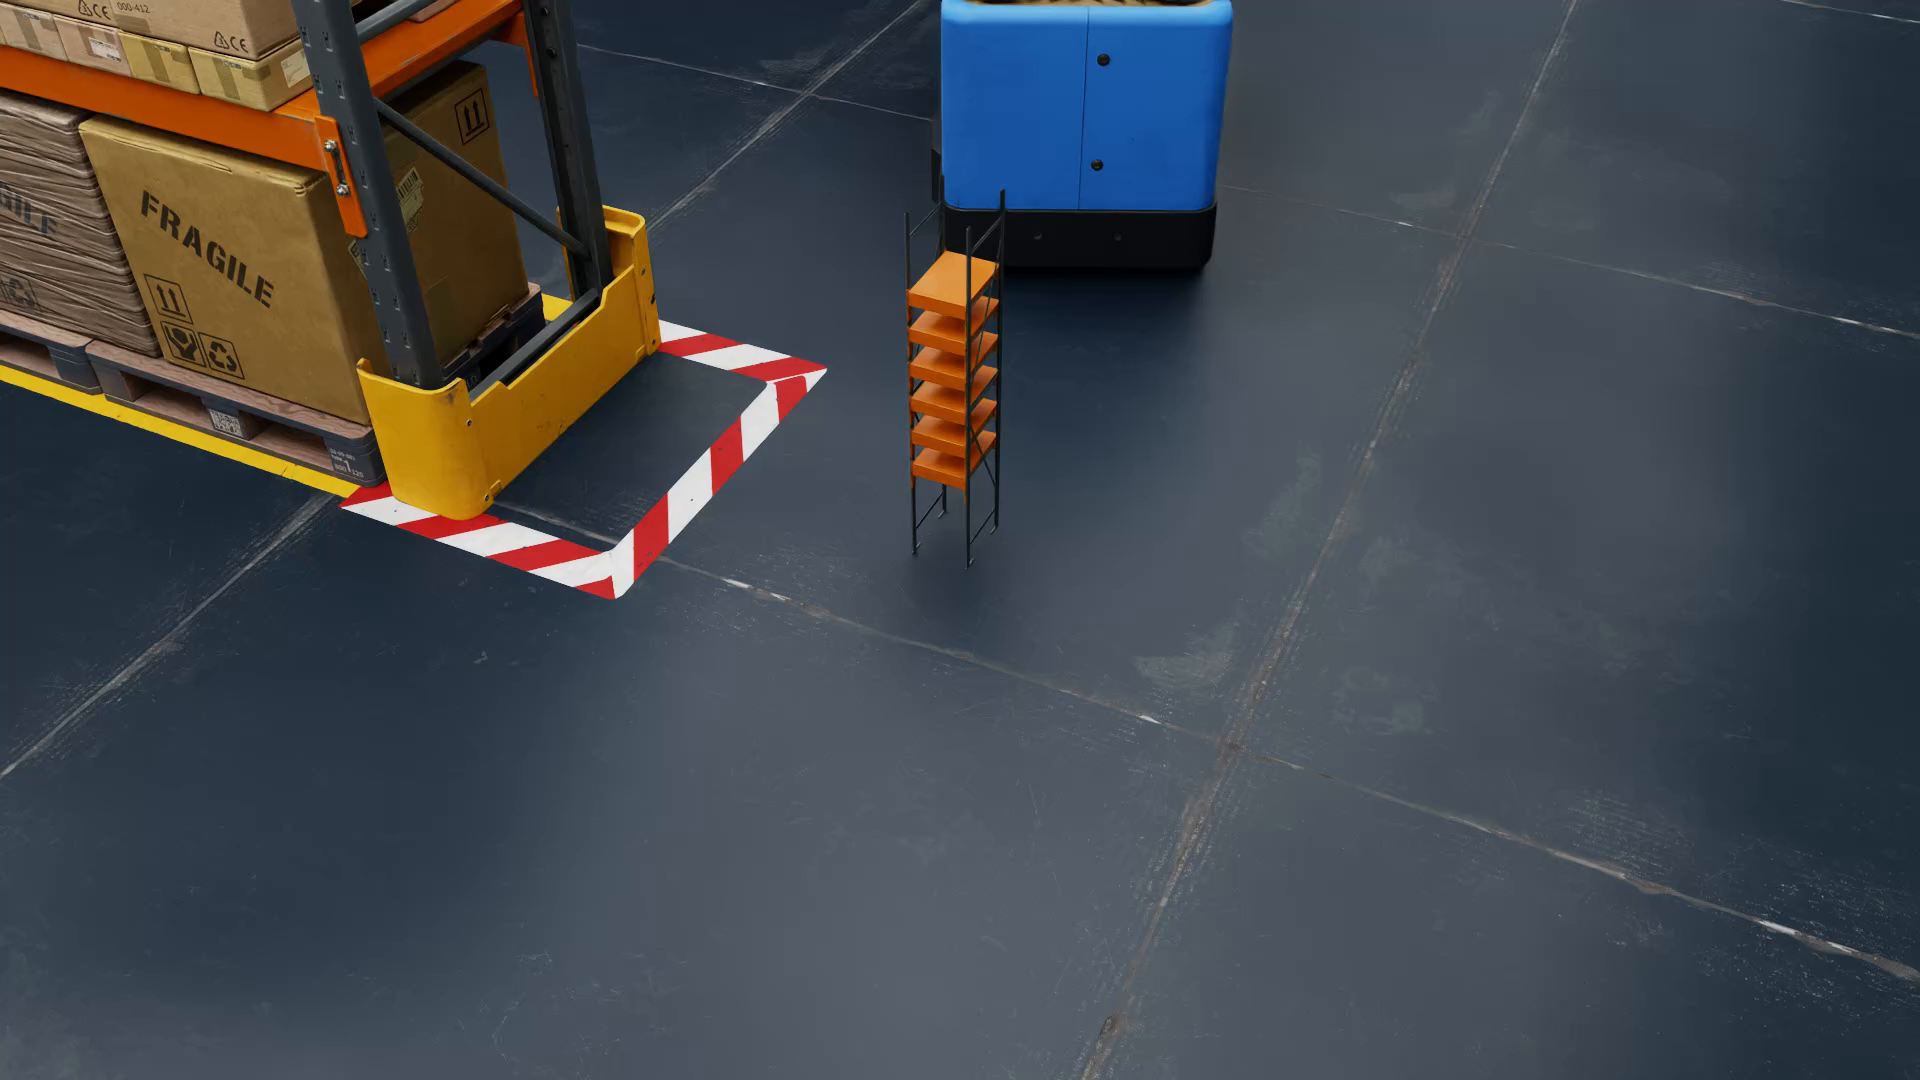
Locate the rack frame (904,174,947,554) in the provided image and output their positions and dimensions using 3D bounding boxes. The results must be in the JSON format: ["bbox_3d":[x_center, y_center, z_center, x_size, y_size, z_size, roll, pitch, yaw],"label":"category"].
[{"bbox_3d":[-0.096,-0.483,4.891,0.006,1.200,0.240,17,44,19],"label":"rack frame"}]

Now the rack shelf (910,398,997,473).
[{"bbox_3d":[-0.013,-0.333,4.969,0.180,0.103,0.258,17,44,19],"label":"rack shelf"}]

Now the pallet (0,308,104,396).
[{"bbox_3d":[-3.353,-1.042,6.291,1.213,0.211,1.003,17,44,19],"label":"pallet"}]

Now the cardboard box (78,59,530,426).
[{"bbox_3d":[-2.108,-1.068,5.493,0.875,0.875,0.875,17,44,19],"label":"cardboard box"}]

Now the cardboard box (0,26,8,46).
[{"bbox_3d":[-2.882,-1.672,5.081,0.250,0.149,0.380,16,43,18],"label":"cardboard box"}]

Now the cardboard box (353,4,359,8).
[{"bbox_3d":[-1.909,-1.852,5.288,0.250,0.149,0.380,16,44,18],"label":"cardboard box"}]

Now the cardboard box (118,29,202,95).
[{"bbox_3d":[-2.192,-1.462,4.838,0.250,0.149,0.380,17,44,19],"label":"cardboard box"}]

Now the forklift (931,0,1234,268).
[{"bbox_3d":[0.468,-3.084,6.570,1.130,2.935,3.031,1,41,1],"label":"forklift"}]

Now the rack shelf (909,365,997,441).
[{"bbox_3d":[-0.013,-0.424,4.891,0.180,0.103,0.258,17,44,19],"label":"rack shelf"}]

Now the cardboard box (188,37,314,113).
[{"bbox_3d":[-1.956,-1.391,4.756,0.250,0.149,0.380,18,44,19],"label":"cardboard box"}]

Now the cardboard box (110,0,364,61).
[{"bbox_3d":[-2.045,-1.615,4.710,0.500,0.250,0.500,16,44,18],"label":"cardboard box"}]

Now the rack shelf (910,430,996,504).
[{"bbox_3d":[-0.013,-0.242,5.048,0.180,0.103,0.258,17,44,19],"label":"rack shelf"}]

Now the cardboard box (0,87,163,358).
[{"bbox_3d":[-2.933,-1.320,5.784,0.875,0.875,0.875,17,44,19],"label":"cardboard box"}]

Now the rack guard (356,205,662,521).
[{"bbox_3d":[-1.472,-0.631,5.596,0.348,0.500,1.175,17,44,19],"label":"rack guard"}]

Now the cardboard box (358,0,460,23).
[{"bbox_3d":[-1.676,-1.782,5.207,0.250,0.149,0.380,17,44,19],"label":"cardboard box"}]

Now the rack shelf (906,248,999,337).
[{"bbox_3d":[-0.013,-0.696,4.655,0.180,0.103,0.258,17,44,19],"label":"rack shelf"}]

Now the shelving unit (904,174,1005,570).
[{"bbox_3d":[-0.013,-0.457,4.862,0.189,1.200,0.258,17,44,19],"label":"shelving unit"}]

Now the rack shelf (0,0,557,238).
[{"bbox_3d":[-3.307,-1.864,5.660,4.000,0.370,1.077,17,44,19],"label":"rack shelf"}]

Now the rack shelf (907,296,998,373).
[{"bbox_3d":[-0.013,-0.605,4.734,0.180,0.103,0.258,17,44,19],"label":"rack shelf"}]

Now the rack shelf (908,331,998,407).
[{"bbox_3d":[-0.013,-0.514,4.812,0.180,0.103,0.258,17,44,19],"label":"rack shelf"}]

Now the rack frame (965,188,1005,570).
[{"bbox_3d":[0.070,-0.432,4.832,0.006,1.200,0.240,17,44,19],"label":"rack frame"}]

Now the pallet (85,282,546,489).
[{"bbox_3d":[-2.252,-0.703,5.901,1.213,0.211,1.003,17,44,19],"label":"pallet"}]

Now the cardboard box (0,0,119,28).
[{"bbox_3d":[-2.505,-1.756,4.873,0.500,0.250,0.500,16,43,18],"label":"cardboard box"}]

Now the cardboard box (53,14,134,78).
[{"bbox_3d":[-2.420,-1.532,4.919,0.250,0.149,0.380,17,44,19],"label":"cardboard box"}]

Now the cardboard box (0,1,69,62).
[{"bbox_3d":[-2.646,-1.602,5.000,0.250,0.149,0.380,18,44,19],"label":"cardboard box"}]

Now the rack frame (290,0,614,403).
[{"bbox_3d":[-1.494,-1.582,4.785,0.127,3.000,1.000,17,44,19],"label":"rack frame"}]
